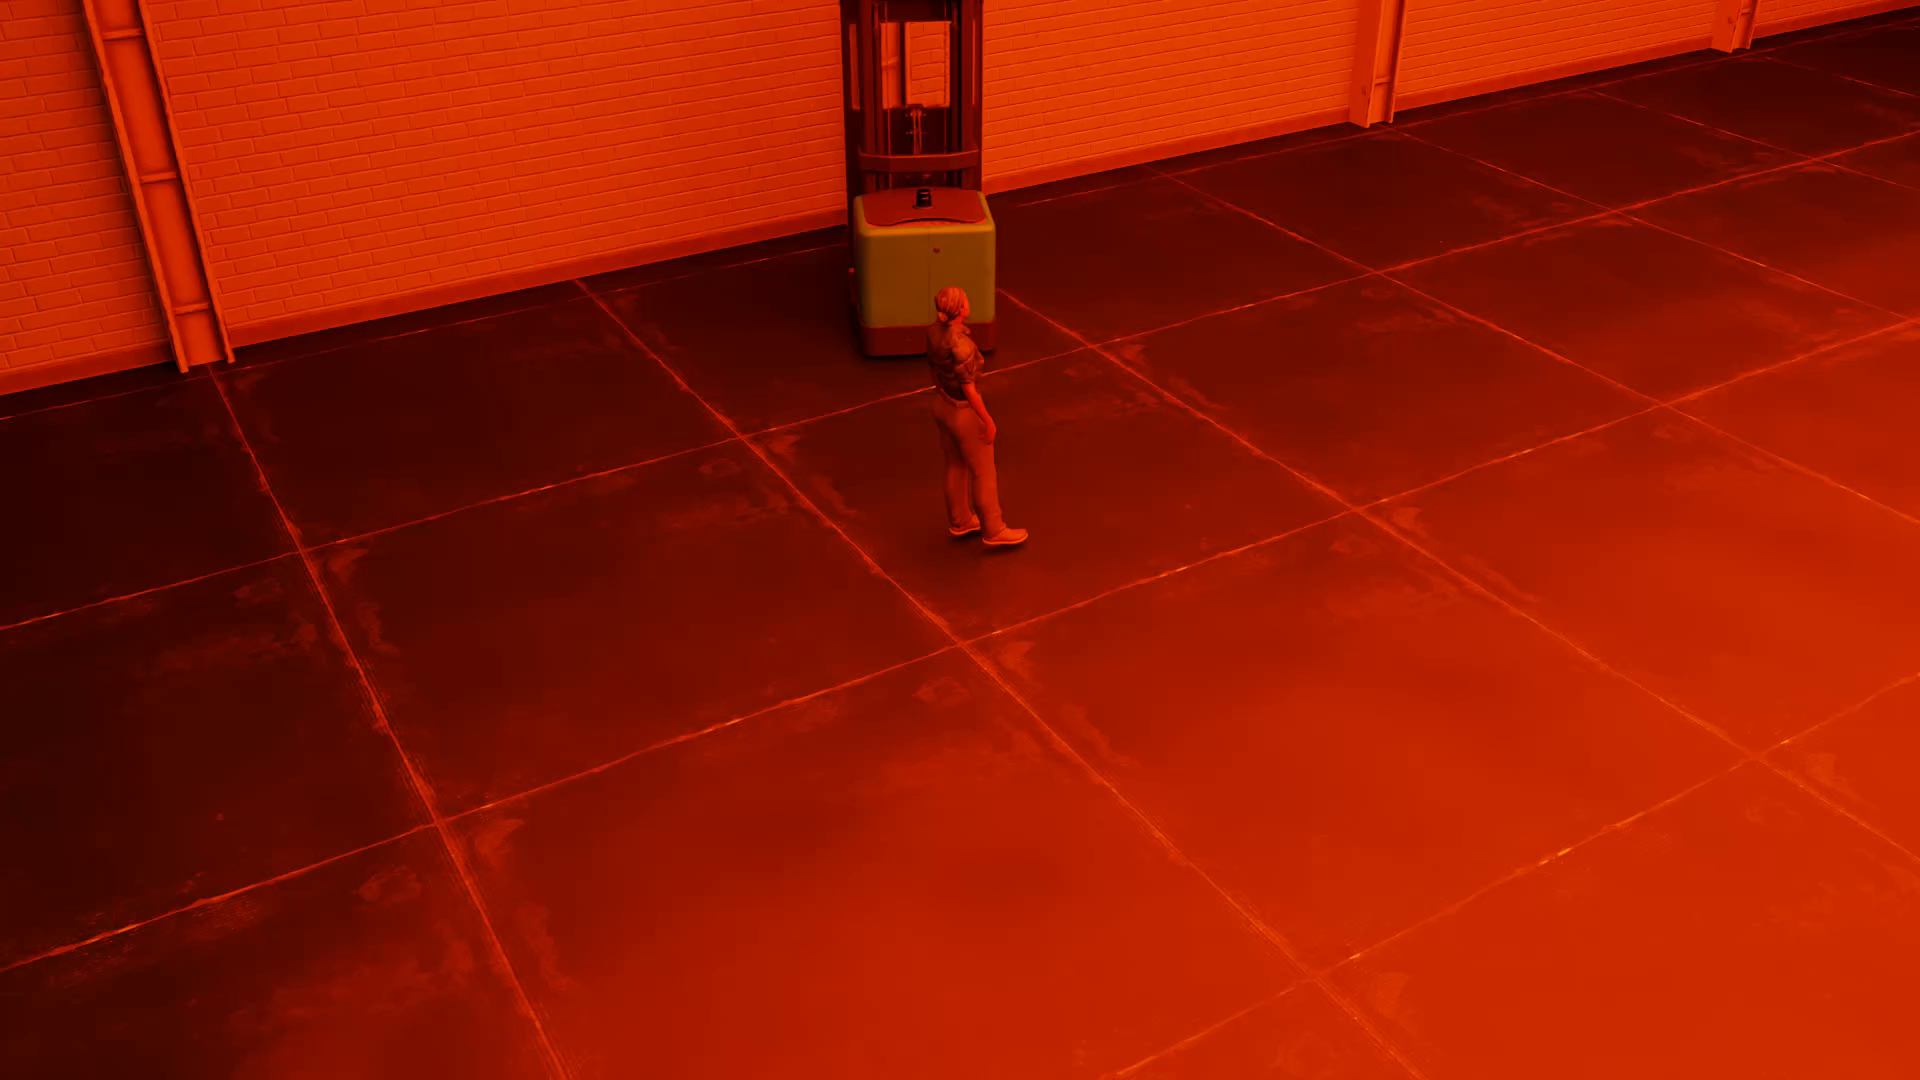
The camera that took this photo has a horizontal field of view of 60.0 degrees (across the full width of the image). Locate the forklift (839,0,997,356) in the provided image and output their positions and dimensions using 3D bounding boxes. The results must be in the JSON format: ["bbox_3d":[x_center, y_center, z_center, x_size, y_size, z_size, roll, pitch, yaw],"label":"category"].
[{"bbox_3d":[-0.396,-3.396,13.319,1.130,2.935,3.031,-3,31,-5],"label":"forklift"}]

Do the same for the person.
[{"bbox_3d":[0.085,-0.765,10.074,0.503,1.656,0.569,-17,35,-26],"label":"person"}]
